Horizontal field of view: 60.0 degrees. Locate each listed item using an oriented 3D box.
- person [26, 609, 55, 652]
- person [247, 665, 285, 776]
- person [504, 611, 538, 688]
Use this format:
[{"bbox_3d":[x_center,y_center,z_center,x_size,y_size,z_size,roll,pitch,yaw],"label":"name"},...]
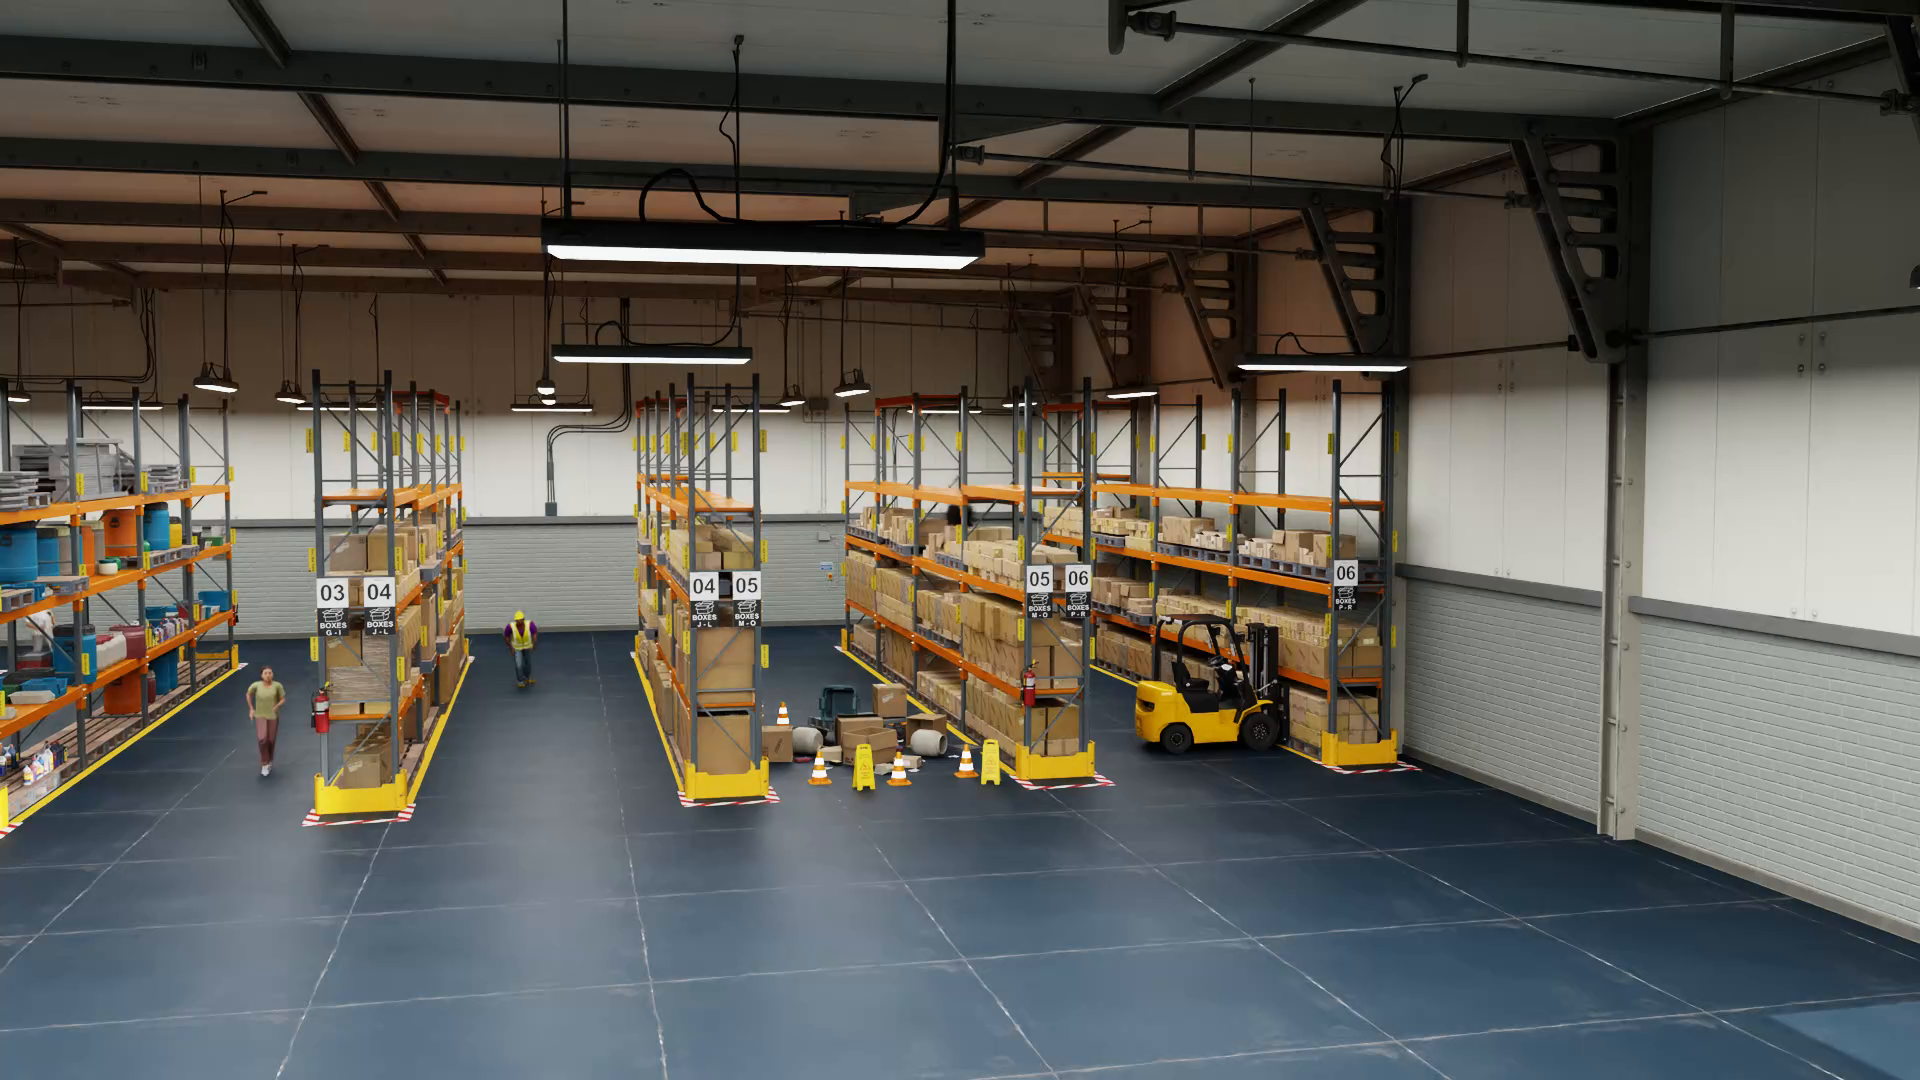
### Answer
[{"bbox_3d":[-19.982,2.091,36.188,0.601,1.693,0.877,-3,4,-41],"label":"person"},{"bbox_3d":[-10.542,2.728,25.286,0.526,1.676,0.784,-2,4,-28],"label":"person"},{"bbox_3d":[-8.999,2.229,34.134,0.717,1.616,0.927,-2,4,-29],"label":"person"}]
